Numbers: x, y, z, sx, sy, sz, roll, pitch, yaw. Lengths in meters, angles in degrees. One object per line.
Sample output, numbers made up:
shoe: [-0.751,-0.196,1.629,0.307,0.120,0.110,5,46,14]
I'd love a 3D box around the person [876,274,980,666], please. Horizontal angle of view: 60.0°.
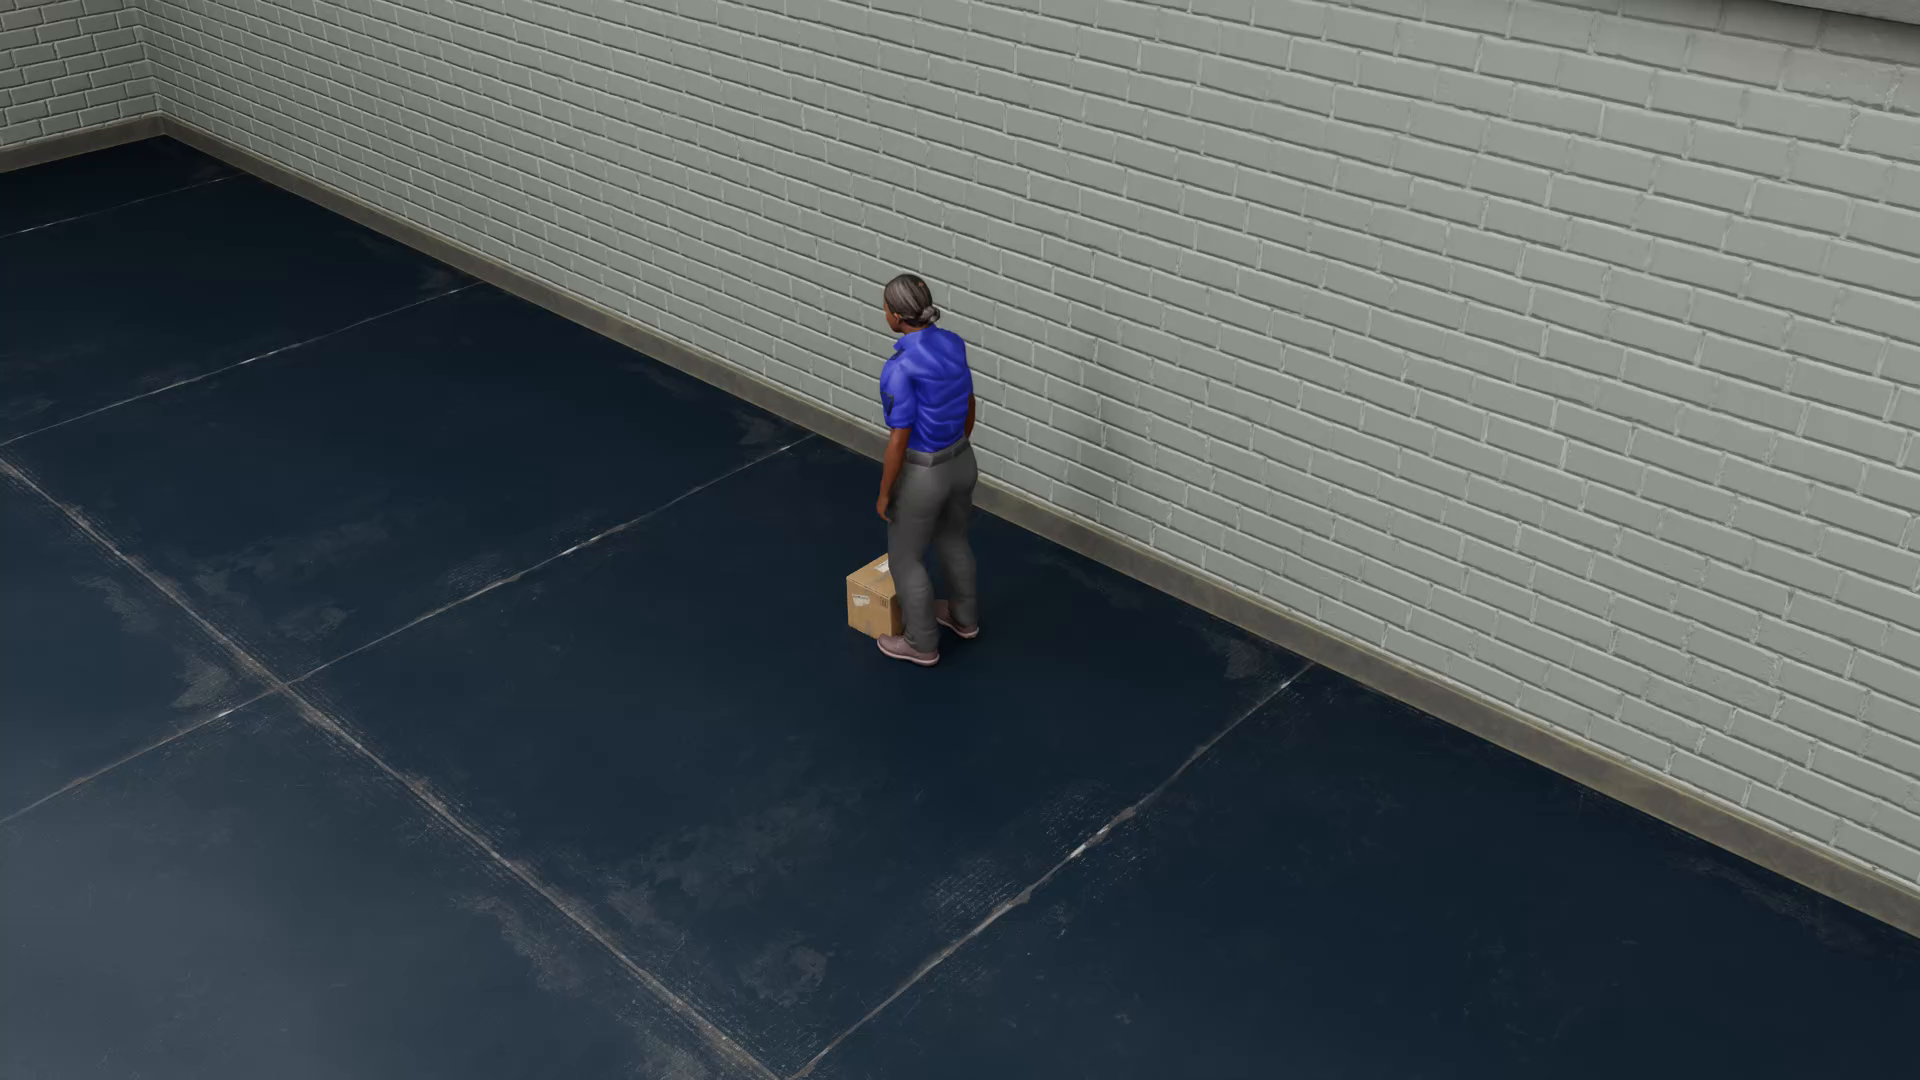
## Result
person: [-0.129,-0.268,6.576,0.351,1.655,0.521,24,39,34]
